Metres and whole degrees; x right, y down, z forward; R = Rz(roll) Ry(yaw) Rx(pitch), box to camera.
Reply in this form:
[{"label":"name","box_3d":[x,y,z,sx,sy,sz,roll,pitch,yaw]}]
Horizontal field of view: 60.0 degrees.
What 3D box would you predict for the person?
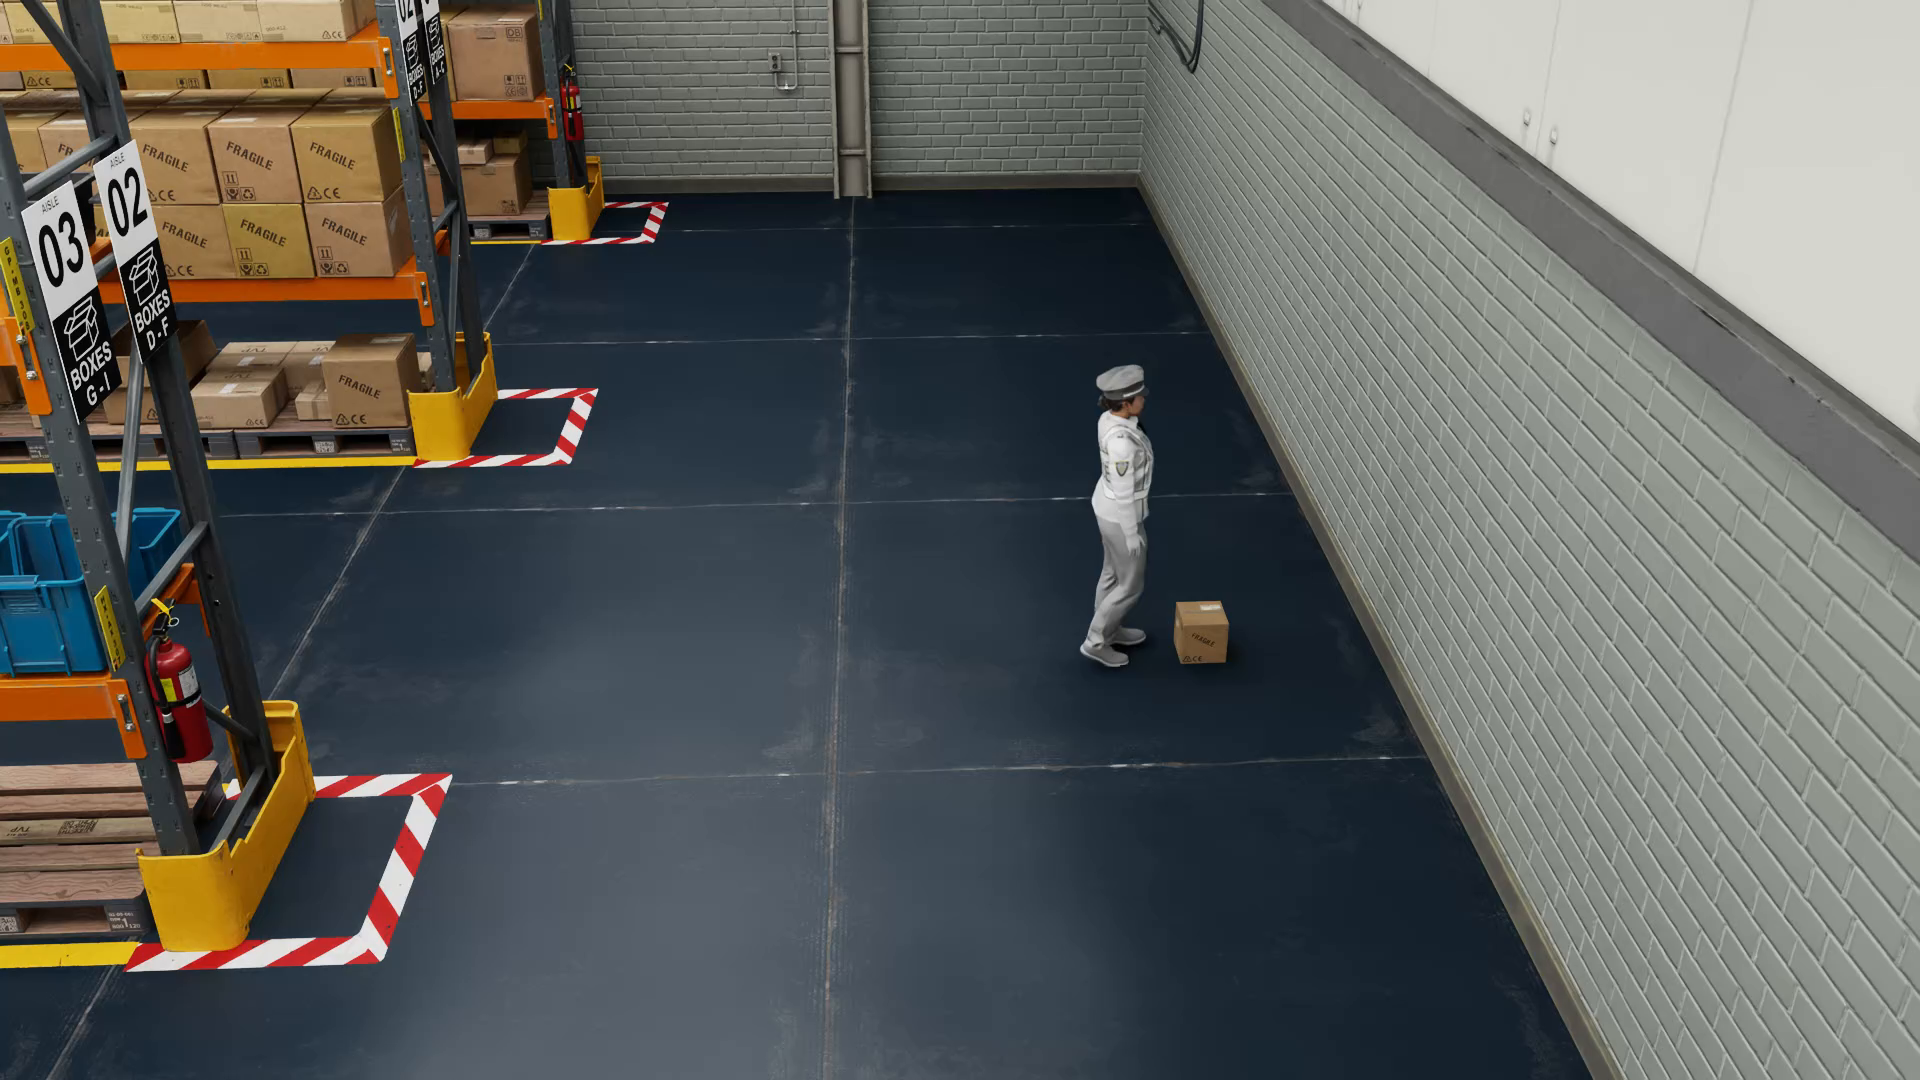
[{"label":"person","box_3d":[0.848,-0.121,8.827,0.392,1.700,0.482,-1,28,-2]}]
